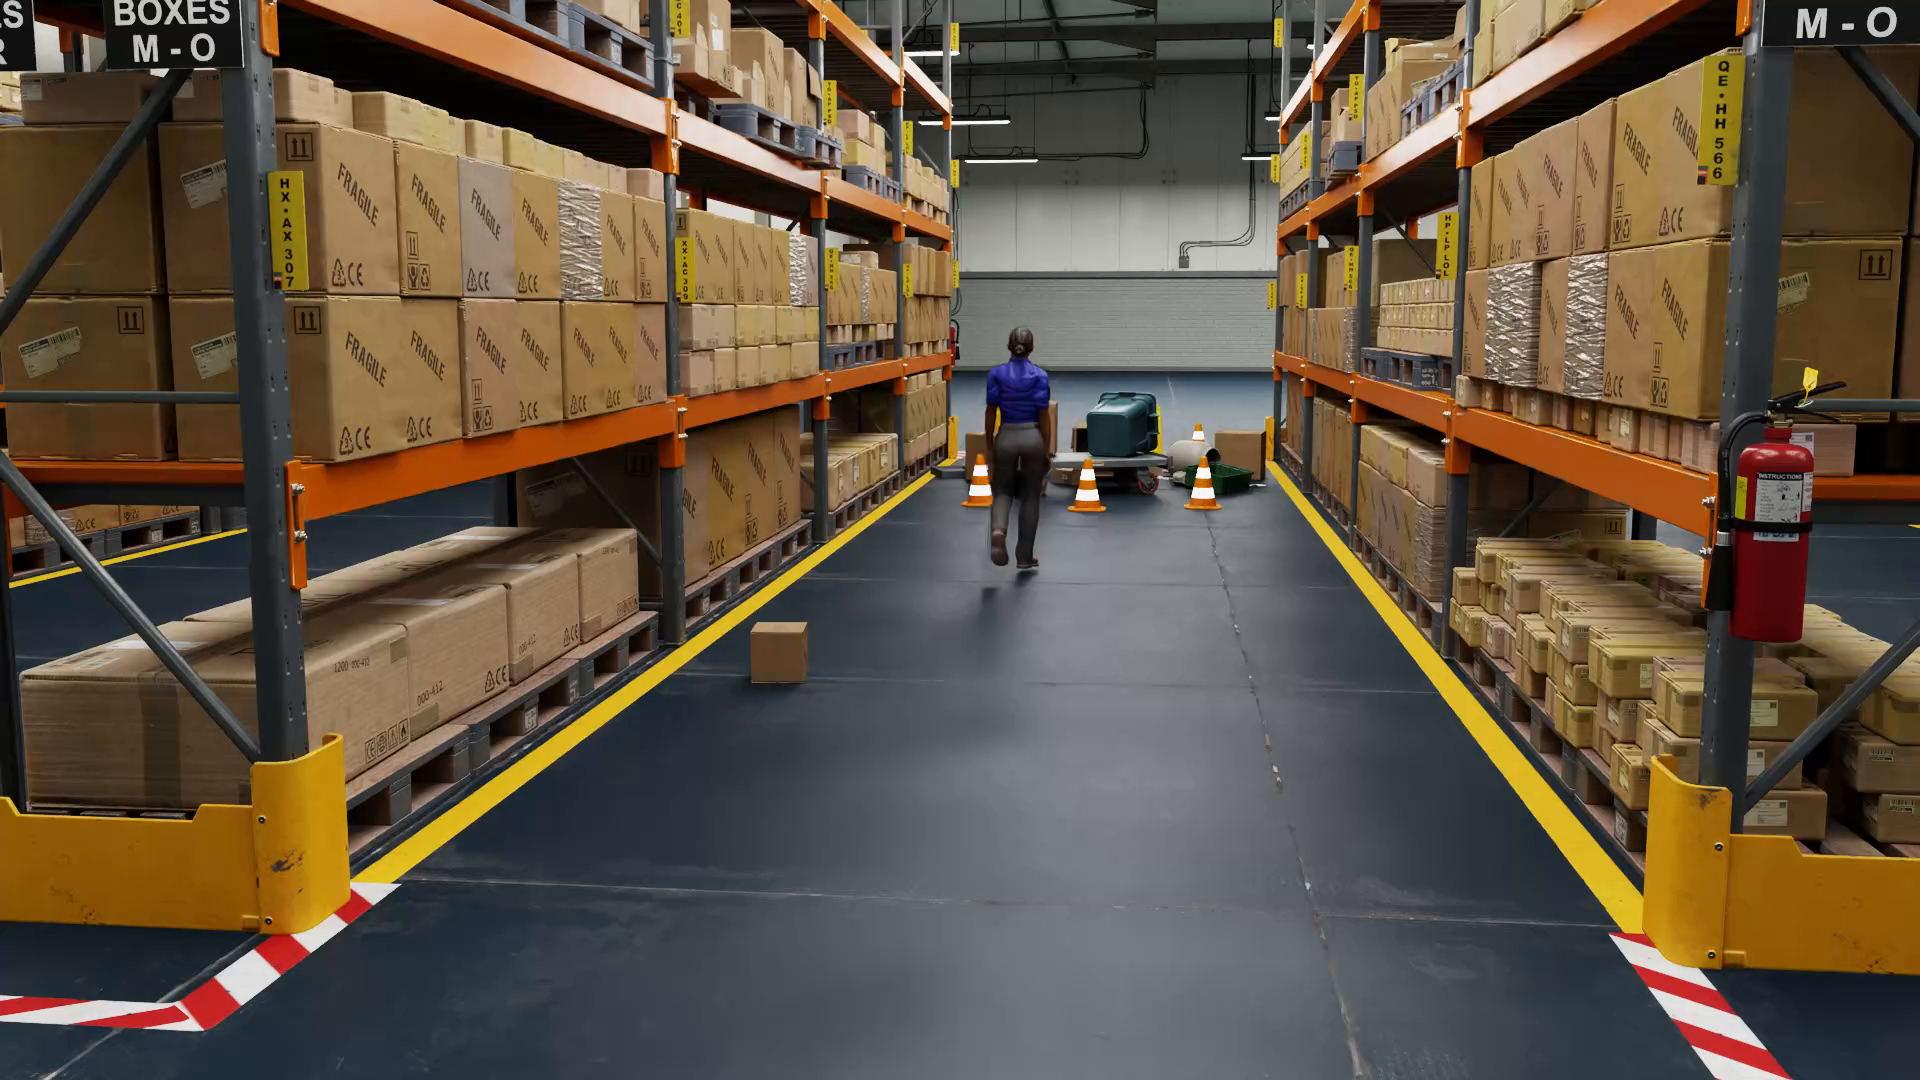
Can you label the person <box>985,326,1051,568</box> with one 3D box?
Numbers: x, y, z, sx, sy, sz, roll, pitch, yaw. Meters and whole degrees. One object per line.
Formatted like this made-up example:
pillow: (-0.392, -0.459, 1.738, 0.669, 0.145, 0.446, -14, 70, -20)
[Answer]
person: (0.389, -0.612, 11.199, 0.446, 1.642, 0.566, 2, 8, 13)
